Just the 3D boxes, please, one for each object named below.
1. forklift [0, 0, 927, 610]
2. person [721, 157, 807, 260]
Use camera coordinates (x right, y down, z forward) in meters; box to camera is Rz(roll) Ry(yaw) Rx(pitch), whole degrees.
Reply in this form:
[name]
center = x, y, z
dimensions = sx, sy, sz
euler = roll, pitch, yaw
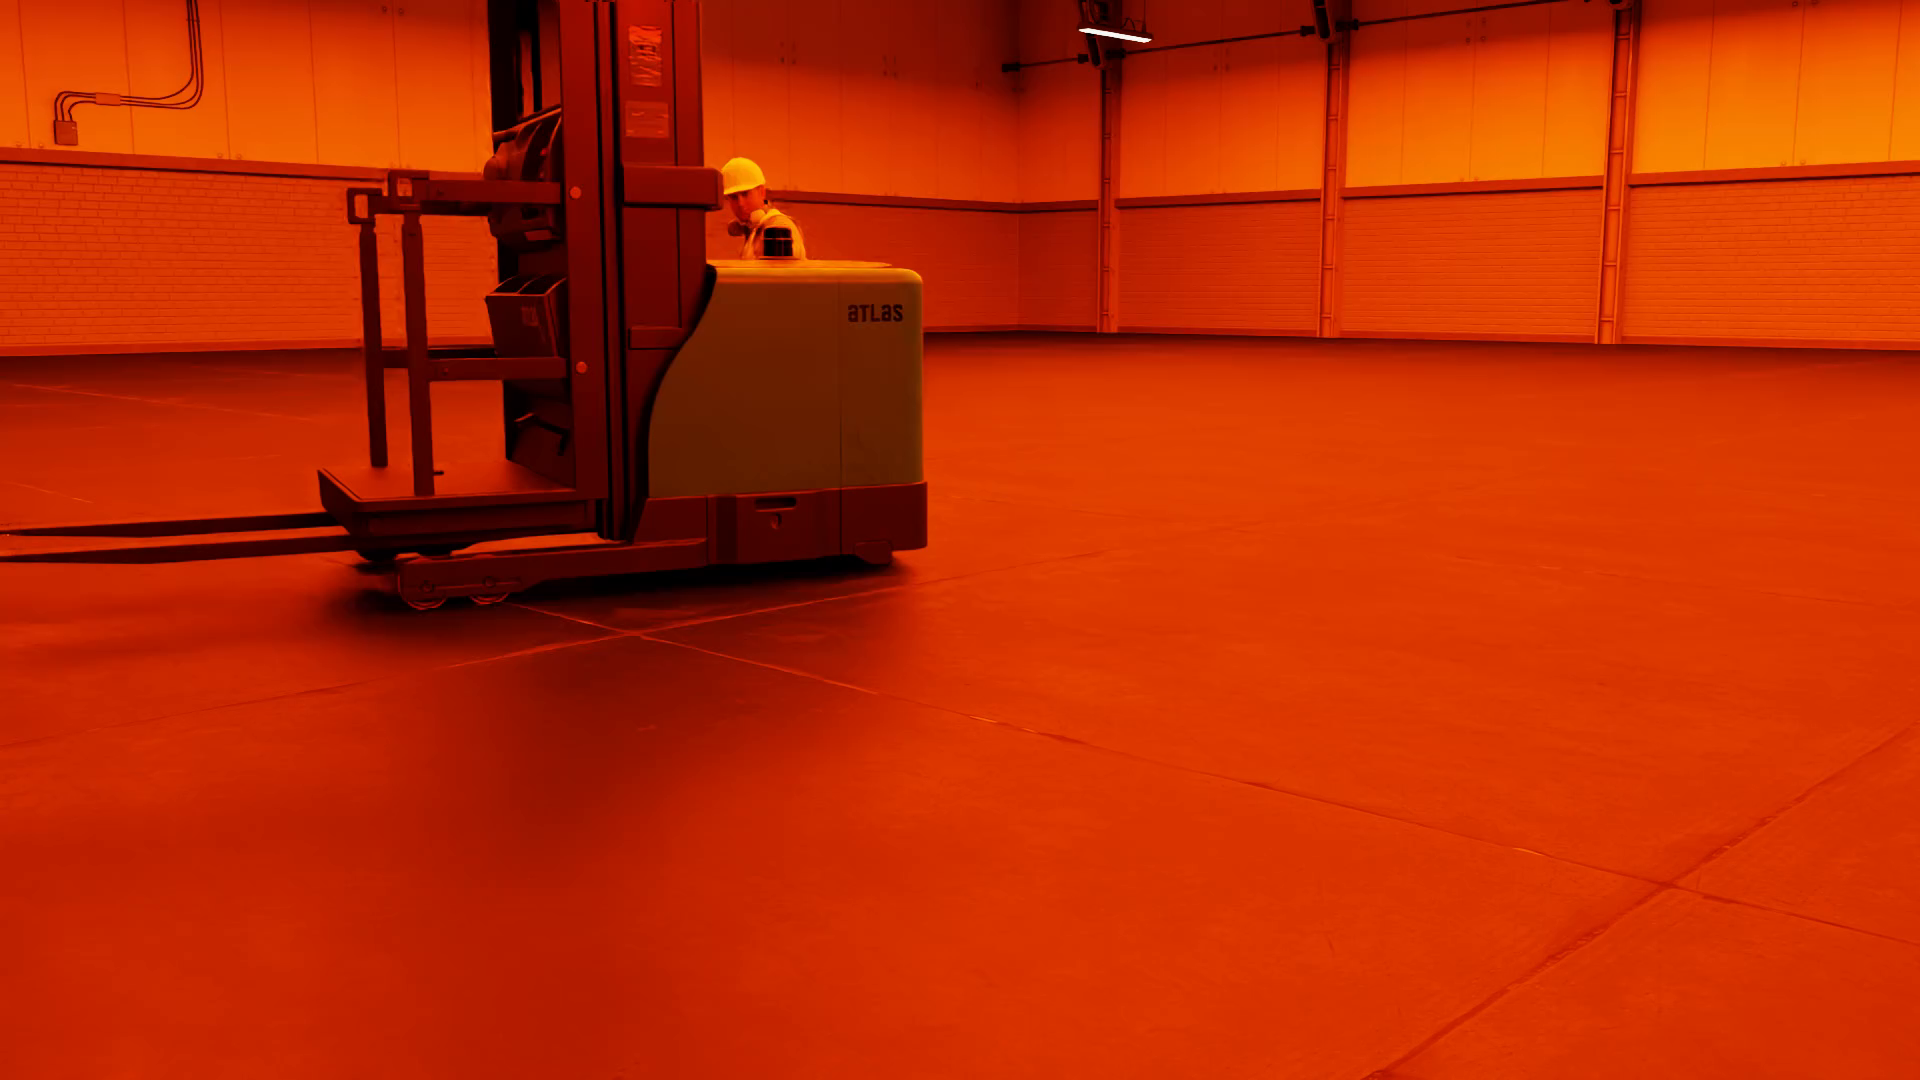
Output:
[forklift]
center = -1.671, -1.317, 5.619
dimensions = 3.031, 2.935, 1.130
euler = -4, 10, -27
[person]
center = -0.900, -0.941, 7.930
dimensions = 0.571, 1.718, 1.023
euler = -2, 9, -10
